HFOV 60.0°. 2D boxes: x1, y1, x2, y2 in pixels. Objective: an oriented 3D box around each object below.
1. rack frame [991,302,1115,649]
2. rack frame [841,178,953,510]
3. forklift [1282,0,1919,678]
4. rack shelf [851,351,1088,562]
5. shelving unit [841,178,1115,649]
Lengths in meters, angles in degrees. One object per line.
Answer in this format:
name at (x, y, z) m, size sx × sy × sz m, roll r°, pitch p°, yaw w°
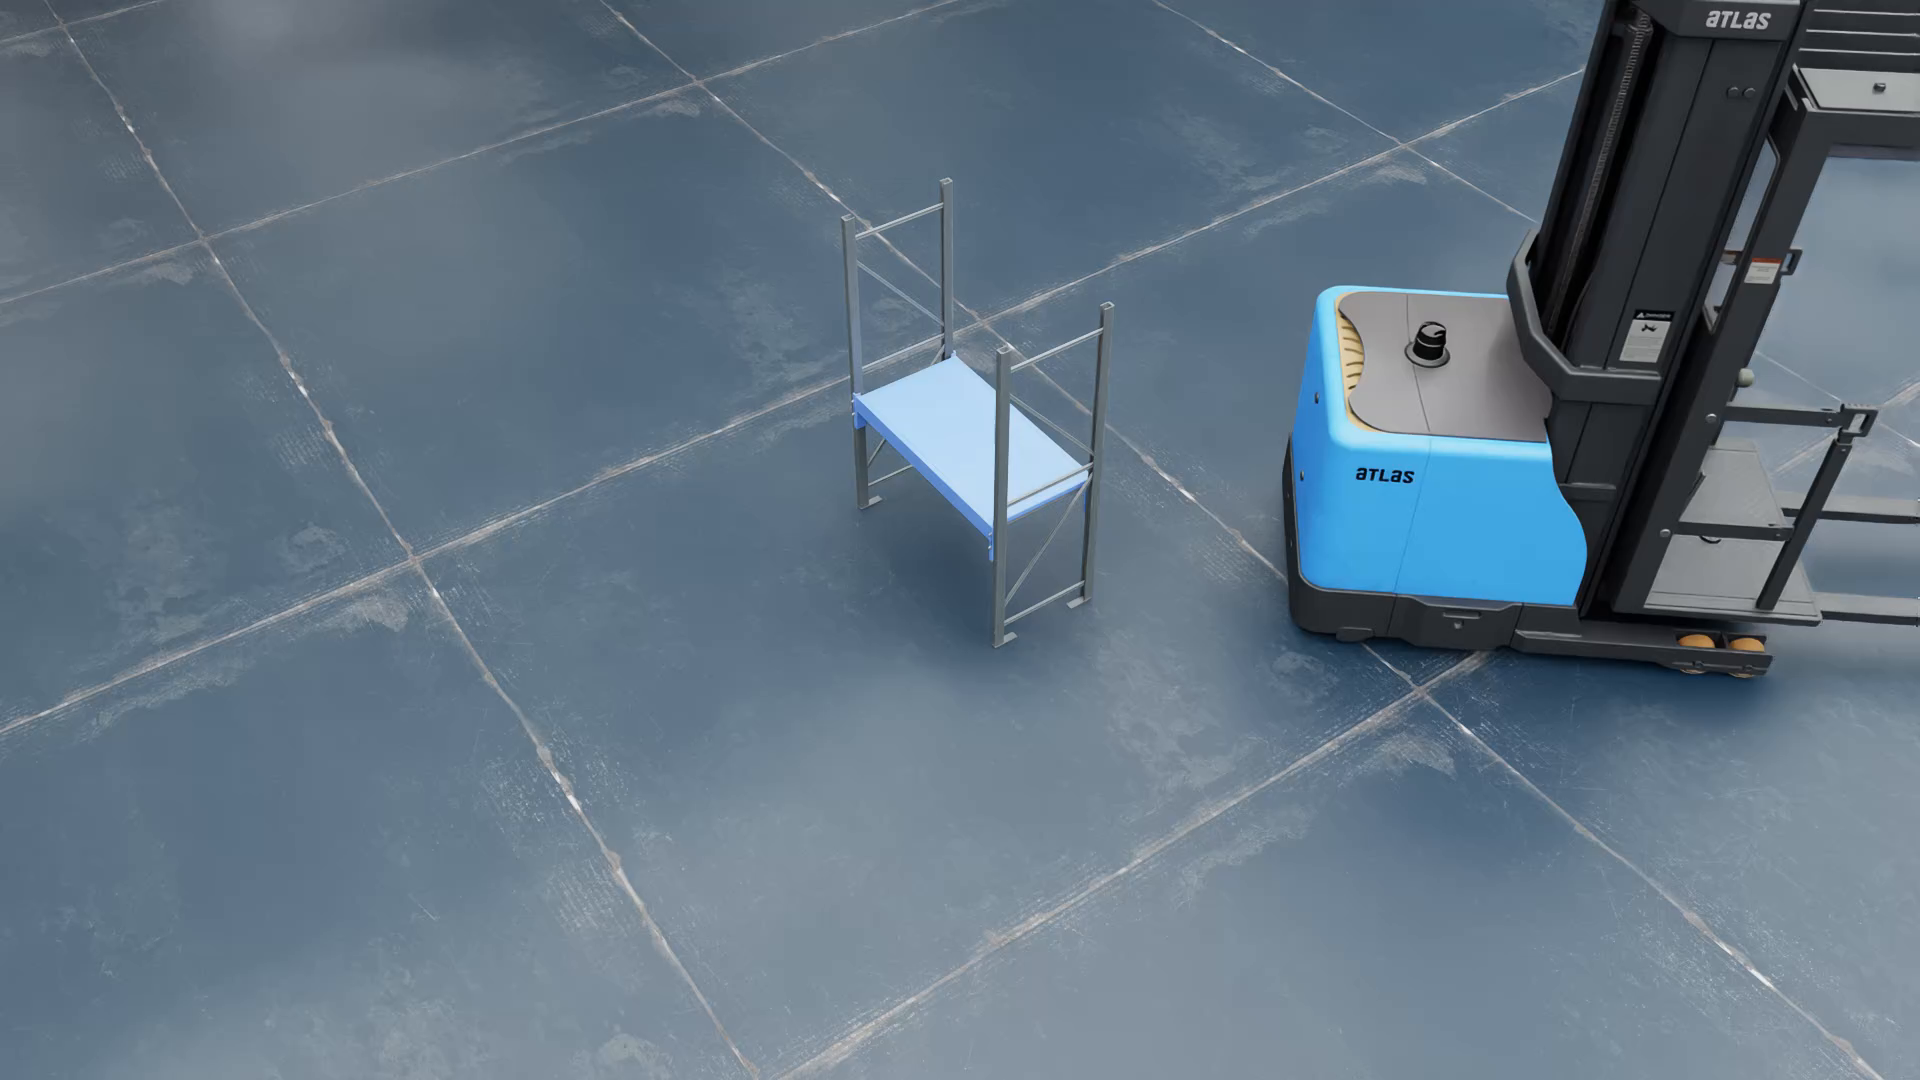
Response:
rack frame at (0.340, -0.206, 6.371) m, size 0.500 × 1.500 × 0.032 m, roll -26°, pitch 49°, yaw -24°
rack frame at (-0.242, -0.782, 6.974) m, size 0.500 × 1.500 × 0.032 m, roll -26°, pitch 49°, yaw -24°
forklift at (2.904, -0.897, 6.058) m, size 3.031 × 2.935 × 1.130 m, roll 4°, pitch 44°, yaw 4°
rack shelf at (0.049, -0.364, 6.797) m, size 0.538 × 0.185 × 1.000 m, roll -26°, pitch 49°, yaw -24°
shelving unit at (0.049, -0.494, 6.673) m, size 0.538 × 1.500 × 1.048 m, roll -26°, pitch 49°, yaw -24°
